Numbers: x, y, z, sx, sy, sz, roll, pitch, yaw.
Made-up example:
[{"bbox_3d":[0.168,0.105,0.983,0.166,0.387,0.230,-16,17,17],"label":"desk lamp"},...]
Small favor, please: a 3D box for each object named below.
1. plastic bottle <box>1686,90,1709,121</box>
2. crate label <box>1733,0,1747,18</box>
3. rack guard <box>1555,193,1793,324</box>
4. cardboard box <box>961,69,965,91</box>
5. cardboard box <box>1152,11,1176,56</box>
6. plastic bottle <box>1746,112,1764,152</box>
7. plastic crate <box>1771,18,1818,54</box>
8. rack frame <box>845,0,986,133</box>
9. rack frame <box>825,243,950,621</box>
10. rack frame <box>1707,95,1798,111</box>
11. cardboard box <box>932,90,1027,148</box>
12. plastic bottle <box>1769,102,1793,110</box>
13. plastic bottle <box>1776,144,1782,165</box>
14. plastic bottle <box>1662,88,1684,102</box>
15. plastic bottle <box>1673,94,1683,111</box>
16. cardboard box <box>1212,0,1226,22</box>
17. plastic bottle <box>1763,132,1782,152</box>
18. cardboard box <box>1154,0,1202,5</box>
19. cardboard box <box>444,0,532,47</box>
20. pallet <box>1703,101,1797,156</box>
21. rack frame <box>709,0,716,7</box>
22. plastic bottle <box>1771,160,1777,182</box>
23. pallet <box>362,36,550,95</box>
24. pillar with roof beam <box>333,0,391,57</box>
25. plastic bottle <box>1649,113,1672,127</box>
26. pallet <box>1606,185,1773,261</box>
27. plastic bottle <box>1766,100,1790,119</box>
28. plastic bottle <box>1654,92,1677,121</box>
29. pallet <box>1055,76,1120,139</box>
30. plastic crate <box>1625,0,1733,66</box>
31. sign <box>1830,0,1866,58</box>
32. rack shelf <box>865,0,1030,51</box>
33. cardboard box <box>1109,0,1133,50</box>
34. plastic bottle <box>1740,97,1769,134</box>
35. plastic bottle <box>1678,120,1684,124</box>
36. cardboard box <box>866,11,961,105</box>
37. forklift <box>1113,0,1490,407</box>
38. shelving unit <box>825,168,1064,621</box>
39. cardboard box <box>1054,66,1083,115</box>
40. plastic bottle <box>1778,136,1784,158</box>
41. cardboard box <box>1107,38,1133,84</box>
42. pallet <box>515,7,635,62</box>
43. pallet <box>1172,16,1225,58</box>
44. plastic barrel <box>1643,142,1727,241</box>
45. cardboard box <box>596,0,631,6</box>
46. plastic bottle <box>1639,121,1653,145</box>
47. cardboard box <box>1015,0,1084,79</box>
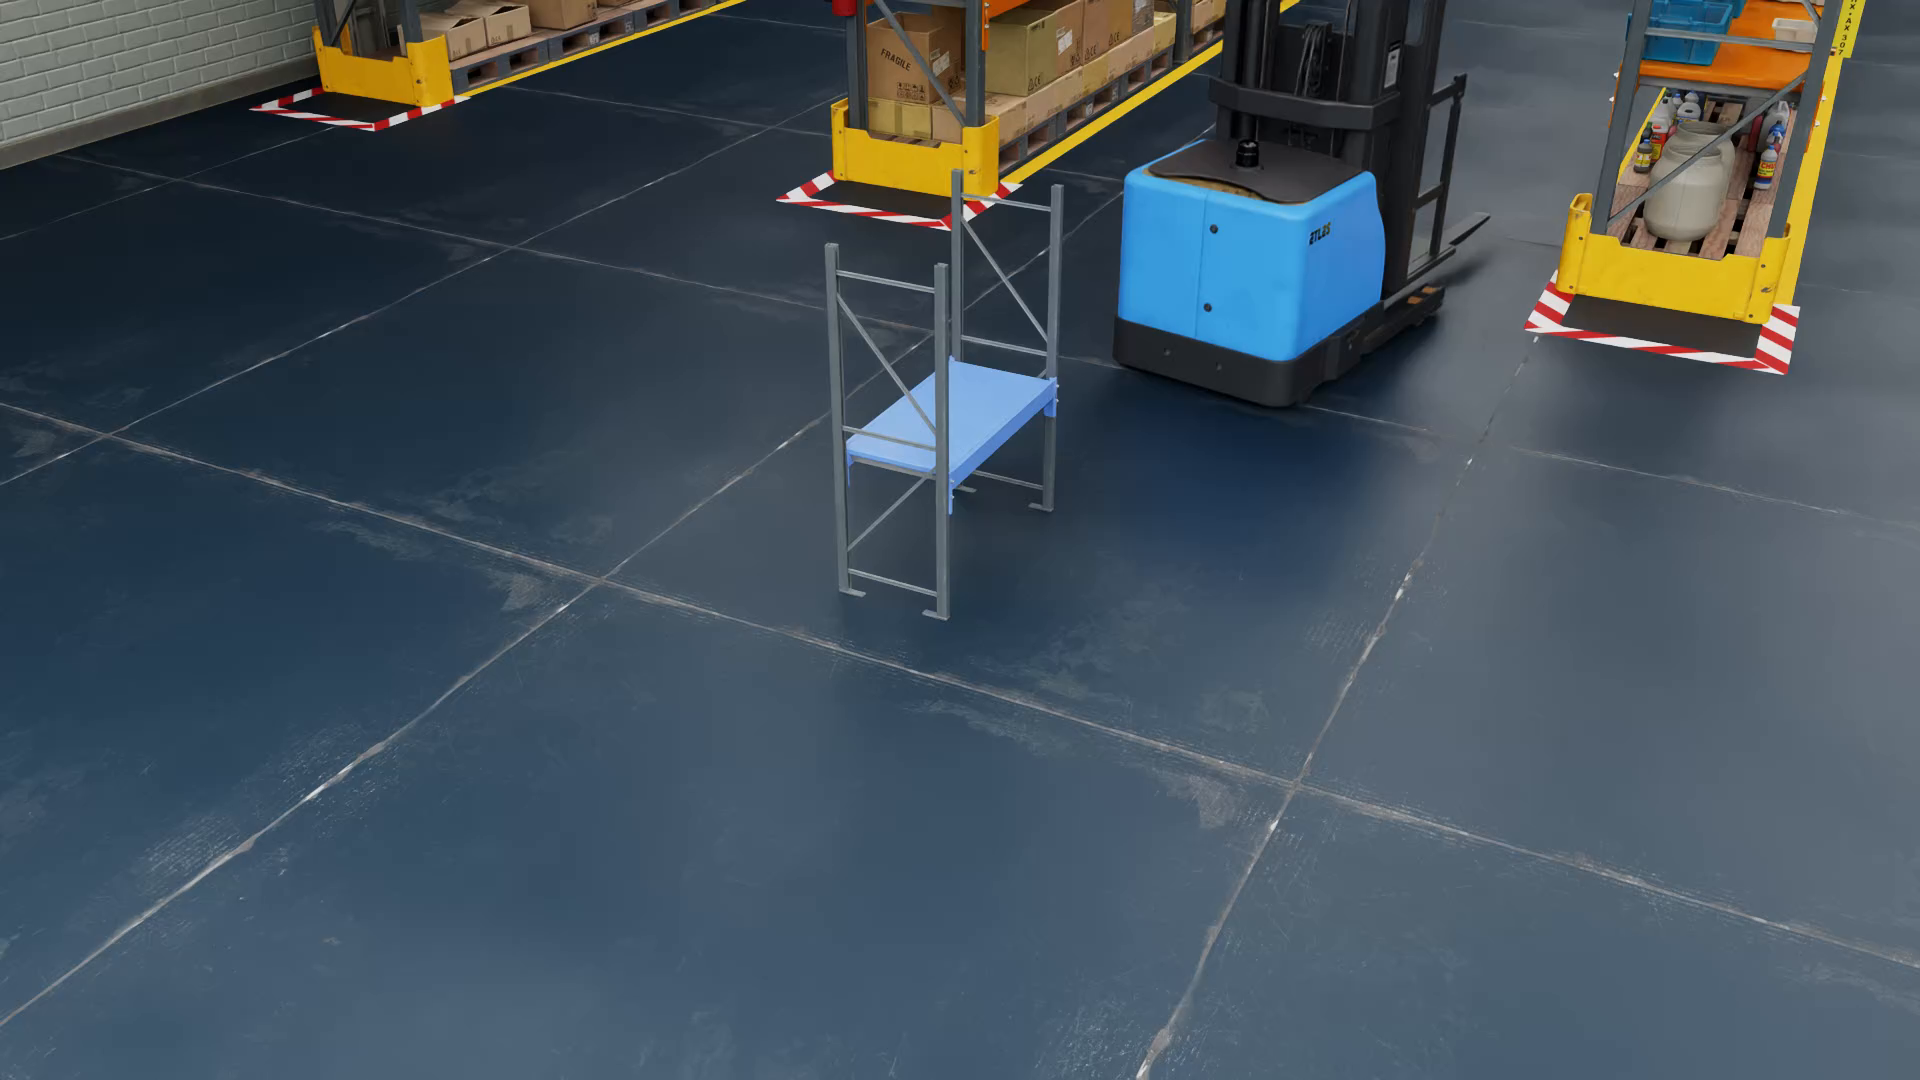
[{"bbox_3d":[5.319,-3.189,12.010,0.144,0.351,0.185,14,33,23],"label":"plastic bottle"},{"bbox_3d":[4.703,-3.563,10.407,0.502,0.435,0.616,14,33,23],"label":"crate label"},{"bbox_3d":[4.098,-1.631,9.587,1.175,0.500,0.348,14,33,23],"label":"rack guard"},{"bbox_3d":[-0.104,-3.314,12.349,0.500,0.250,0.500,14,33,23],"label":"cardboard box"},{"bbox_3d":[1.503,-4.303,14.071,0.500,0.250,0.500,14,33,23],"label":"cardboard box"},{"bbox_3d":[5.483,-2.830,11.452,0.061,0.283,0.133,14,33,23],"label":"plastic bottle"},{"bbox_3d":[4.799,-2.880,9.517,0.298,0.136,0.250,14,33,23],"label":"plastic crate"},{"bbox_3d":[-0.303,-3.796,10.847,1.000,3.000,0.127,14,33,23],"label":"rack frame"},{"bbox_3d":[-0.270,-0.387,6.418,0.500,1.500,0.032,14,33,23],"label":"rack frame"},{"bbox_3d":[5.927,-4.443,11.976,1.000,3.000,0.127,14,33,23],"label":"rack frame"},{"bbox_3d":[0.140,-2.973,11.754,0.500,0.250,0.500,14,33,23],"label":"cardboard box"},{"bbox_3d":[5.803,-3.050,11.767,0.144,0.351,0.185,13,32,21],"label":"plastic bottle"},{"bbox_3d":[5.455,-2.621,11.170,0.097,0.201,0.097,0,30,0],"label":"plastic bottle"},{"bbox_3d":[5.104,-3.138,11.921,0.144,0.351,0.185,13,32,21],"label":"plastic bottle"},{"bbox_3d":[5.071,-3.030,11.812,0.097,0.271,0.097,0,30,0],"label":"plastic bottle"},{"bbox_3d":[2.158,-4.907,15.123,0.500,0.250,0.500,15,33,24],"label":"cardboard box"},{"bbox_3d":[5.365,-2.563,10.999,0.097,0.271,0.097,0,30,0],"label":"plastic bottle"},{"bbox_3d":[1.930,-4.928,14.596,0.500,0.311,0.500,14,33,23],"label":"cardboard box"},{"bbox_3d":[-4.059,-4.482,14.300,0.500,0.311,0.500,17,34,27],"label":"cardboard box"},{"bbox_3d":[5.584,-2.946,12.168,1.003,0.211,1.213,14,33,23],"label":"pallet"},{"bbox_3d":[-2.892,-6.691,15.889,1.000,3.000,0.127,14,33,23],"label":"rack frame"},{"bbox_3d":[5.256,-2.426,10.832,0.097,0.201,0.097,0,30,0],"label":"plastic bottle"},{"bbox_3d":[-4.278,-4.094,14.168,1.003,0.211,1.213,14,33,23],"label":"pallet"},{"bbox_3d":[-1.333,-7.049,10.489,9.100,9.000,0.400,14,33,23],"label":"pillar with roof beam"},{"bbox_3d":[4.754,-2.761,11.338,0.152,0.276,0.135,13,32,22],"label":"plastic bottle"},{"bbox_3d":[4.473,-1.864,10.284,1.003,0.211,1.213,14,33,23],"label":"pallet"},{"bbox_3d":[5.656,-2.906,11.517,0.144,0.351,0.185,14,33,23],"label":"plastic bottle"},{"bbox_3d":[4.911,-2.950,11.593,0.144,0.351,0.185,14,33,23],"label":"plastic bottle"},{"bbox_3d":[0.565,-3.474,13.087,1.003,0.211,1.213,14,33,23],"label":"pallet"},{"bbox_3d":[4.067,-2.895,9.429,0.499,0.251,0.616,14,33,23],"label":"plastic crate"},{"bbox_3d":[4.593,-2.664,8.598,0.100,0.325,0.005,14,33,23],"label":"sign"},{"bbox_3d":[0.608,-4.370,12.571,1.077,0.370,4.000,14,33,23],"label":"rack shelf"},{"bbox_3d":[1.040,-4.187,13.116,0.500,0.500,0.500,14,33,23],"label":"cardboard box"},{"bbox_3d":[5.660,-3.040,11.824,0.152,0.276,0.135,14,33,23],"label":"plastic bottle"},{"bbox_3d":[4.953,-2.794,11.472,0.097,0.201,0.097,0,30,0],"label":"plastic bottle"},{"bbox_3d":[-0.323,-3.416,11.772,0.500,0.500,0.500,14,33,23],"label":"cardboard box"},{"bbox_3d":[2.103,-2.605,8.843,1.130,2.935,3.031,21,36,32],"label":"forklift"},{"bbox_3d":[-0.039,-0.613,6.811,0.538,1.500,1.048,14,33,23],"label":"shelving unit"},{"bbox_3d":[0.592,-3.417,12.527,0.500,0.250,0.500,14,33,23],"label":"cardboard box"},{"bbox_3d":[5.549,-2.712,11.329,0.097,0.201,0.097,0,30,0],"label":"plastic bottle"},{"bbox_3d":[1.052,-3.859,13.297,0.500,0.250,0.500,14,33,23],"label":"cardboard box"},{"bbox_3d":[-3.721,-4.633,15.106,1.003,0.211,1.213,14,33,23],"label":"pallet"},{"bbox_3d":[1.820,-4.695,15.214,1.003,0.211,1.213,14,33,23],"label":"pallet"},{"bbox_3d":[4.337,-2.083,9.941,0.421,0.512,0.421,0,30,0],"label":"plastic barrel"},{"bbox_3d":[-3.329,-5.329,15.585,0.500,0.500,0.500,12,32,20],"label":"cardboard box"},{"bbox_3d":[4.589,-2.653,11.143,0.061,0.283,0.133,15,33,24],"label":"plastic bottle"},{"bbox_3d":[0.582,-3.744,12.345,0.500,0.500,0.500,14,33,23],"label":"cardboard box"}]
